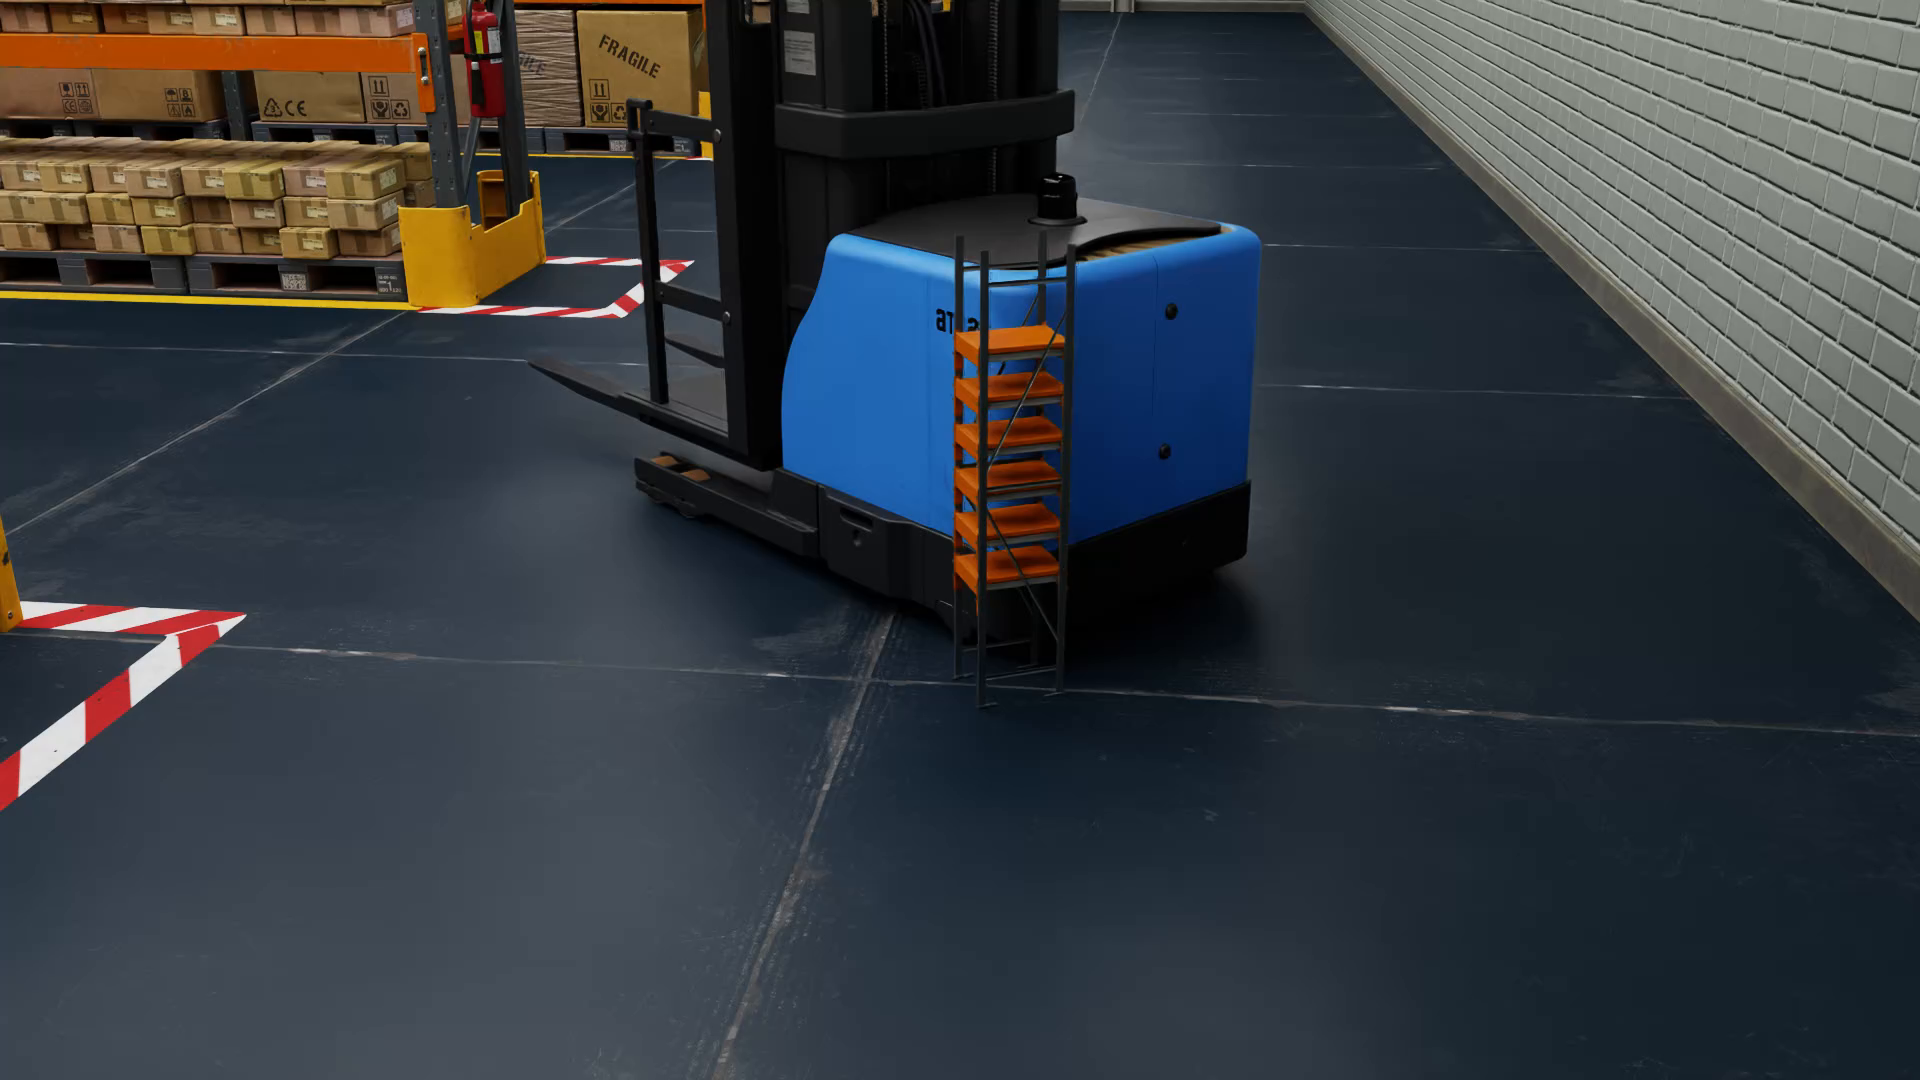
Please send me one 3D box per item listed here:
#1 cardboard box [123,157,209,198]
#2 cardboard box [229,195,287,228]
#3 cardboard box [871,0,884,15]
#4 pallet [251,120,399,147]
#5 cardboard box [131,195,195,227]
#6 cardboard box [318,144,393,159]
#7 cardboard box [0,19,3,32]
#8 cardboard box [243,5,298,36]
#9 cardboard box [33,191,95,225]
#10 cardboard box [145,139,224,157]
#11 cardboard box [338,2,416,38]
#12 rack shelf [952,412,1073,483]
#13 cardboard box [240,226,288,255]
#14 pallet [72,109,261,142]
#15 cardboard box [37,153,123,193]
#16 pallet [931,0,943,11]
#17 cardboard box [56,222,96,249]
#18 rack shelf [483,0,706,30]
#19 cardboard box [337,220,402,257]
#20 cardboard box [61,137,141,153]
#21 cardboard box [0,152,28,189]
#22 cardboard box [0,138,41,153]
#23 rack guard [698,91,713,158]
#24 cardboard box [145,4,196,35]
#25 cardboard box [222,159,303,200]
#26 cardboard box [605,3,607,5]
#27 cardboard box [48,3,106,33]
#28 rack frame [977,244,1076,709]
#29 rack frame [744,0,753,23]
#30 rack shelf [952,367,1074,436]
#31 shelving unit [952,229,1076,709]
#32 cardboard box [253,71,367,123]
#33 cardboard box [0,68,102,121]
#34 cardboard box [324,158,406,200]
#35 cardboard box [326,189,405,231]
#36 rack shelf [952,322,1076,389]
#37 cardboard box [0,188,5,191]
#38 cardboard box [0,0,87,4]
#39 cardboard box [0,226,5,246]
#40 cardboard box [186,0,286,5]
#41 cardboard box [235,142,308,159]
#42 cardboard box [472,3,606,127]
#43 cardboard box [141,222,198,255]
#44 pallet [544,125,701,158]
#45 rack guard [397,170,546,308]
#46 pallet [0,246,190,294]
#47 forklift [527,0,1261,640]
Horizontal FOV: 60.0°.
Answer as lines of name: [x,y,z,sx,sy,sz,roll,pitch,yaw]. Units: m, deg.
cardboard box: [-4.095,-1.881,8.614,0.250,0.149,0.380,3,22,8]
cardboard box: [-3.576,-1.730,8.638,0.250,0.149,0.380,2,22,4]
cardboard box: [-1.217,-7.181,22.324,0.500,0.500,0.500,2,22,6]
pallet: [-5.044,-3.403,13.760,1.213,0.211,1.003,2,22,6]
cardboard box: [-4.092,-1.748,8.683,0.250,0.149,0.380,3,22,7]
cardboard box: [-3.270,-2.043,9.024,0.250,0.149,0.380,3,22,7]
cardboard box: [-4.918,-2.667,8.448,0.250,0.149,0.380,3,22,9]
cardboard box: [-3.352,-2.606,8.292,0.250,0.149,0.380,2,22,6]
cardboard box: [-4.621,-1.767,8.732,0.250,0.149,0.380,3,22,7]
cardboard box: [-4.291,-2.124,9.230,0.250,0.149,0.380,3,22,7]
cardboard box: [-2.859,-2.576,8.217,0.250,0.149,0.380,3,22,6]
rack shelf: [0.131,-0.235,4.196,0.258,0.103,0.180,-7,23,-18]
cardboard box: [-3.569,-1.615,8.751,0.250,0.149,0.380,2,22,6]
pallet: [-6.565,-3.470,13.931,1.213,0.211,1.003,2,22,6]
cardboard box: [-4.607,-1.933,8.748,0.250,0.149,0.380,3,22,7]
pallet: [-0.872,-8.723,27.217,1.213,0.211,1.003,2,22,6]
cardboard box: [-4.587,-1.666,8.882,0.250,0.149,0.380,3,22,8]
rack shelf: [-3.804,-4.340,13.317,4.000,0.370,1.077,2,22,6]
cardboard box: [-3.049,-1.598,8.708,0.250,0.149,0.380,3,22,7]
cardboard box: [-4.786,-2.151,9.298,0.250,0.149,0.380,2,22,4]
cardboard box: [-5.128,-1.940,8.765,0.250,0.149,0.380,3,22,7]
cardboard box: [-5.335,-2.136,9.260,0.250,0.149,0.380,3,22,8]
rack guard: [-1.794,-3.425,13.422,0.348,0.500,1.175,2,22,6]
cardboard box: [-3.867,-2.630,8.355,0.250,0.149,0.380,2,22,4]
cardboard box: [-3.572,-1.855,8.549,0.250,0.149,0.380,2,22,5]
cardboard box: [-5.144,-7.337,22.719,0.500,0.500,0.500,2,22,6]
cardboard box: [-4.393,-2.669,8.453,0.250,0.149,0.380,3,22,7]
rack frame: [0.161,-0.133,4.144,0.240,1.200,0.006,-7,23,-18]
rack frame: [-1.818,-4.588,12.966,0.127,3.000,1.000,2,22,6]
rack shelf: [0.131,-0.347,4.152,0.258,0.103,0.180,-7,23,-18]
shelving unit: [0.131,-0.165,4.225,0.258,1.200,0.189,-7,23,-18]
cardboard box: [-5.144,-3.911,13.571,0.875,0.875,0.875,2,22,6]
cardboard box: [-7.315,-4.027,13.865,0.875,0.875,1.225,2,22,4]
cardboard box: [-3.057,-1.858,8.558,0.250,0.149,0.380,3,22,7]
cardboard box: [-3.059,-1.708,8.583,0.250,0.149,0.380,2,22,5]
rack shelf: [0.131,-0.458,4.107,0.258,0.103,0.180,-7,23,-18]
cardboard box: [-5.106,-1.821,8.869,0.250,0.149,0.380,4,22,9]
cardboard box: [-4.488,-2.960,8.306,0.500,0.500,0.500,4,22,9]
cardboard box: [-5.104,-1.696,8.957,0.250,0.149,0.380,2,22,4]
cardboard box: [-3.489,-2.916,8.196,0.500,0.500,0.500,2,22,5]
cardboard box: [-3.761,-2.081,9.120,0.250,0.149,0.380,1,22,4]
cardboard box: [-3.366,-3.833,13.375,0.875,0.875,0.875,2,22,6]
cardboard box: [-4.076,-1.609,8.736,0.250,0.149,0.380,2,22,4]
pallet: [-2.621,-3.297,13.493,1.213,0.211,1.003,2,22,6]
rack guard: [-2.577,-1.623,8.864,0.348,0.500,1.175,2,22,6]
pallet: [-4.588,-1.590,9.174,1.213,0.211,1.003,2,22,6]
forklift: [-0.473,-1.545,5.362,1.130,2.935,3.031,-18,28,-39]
